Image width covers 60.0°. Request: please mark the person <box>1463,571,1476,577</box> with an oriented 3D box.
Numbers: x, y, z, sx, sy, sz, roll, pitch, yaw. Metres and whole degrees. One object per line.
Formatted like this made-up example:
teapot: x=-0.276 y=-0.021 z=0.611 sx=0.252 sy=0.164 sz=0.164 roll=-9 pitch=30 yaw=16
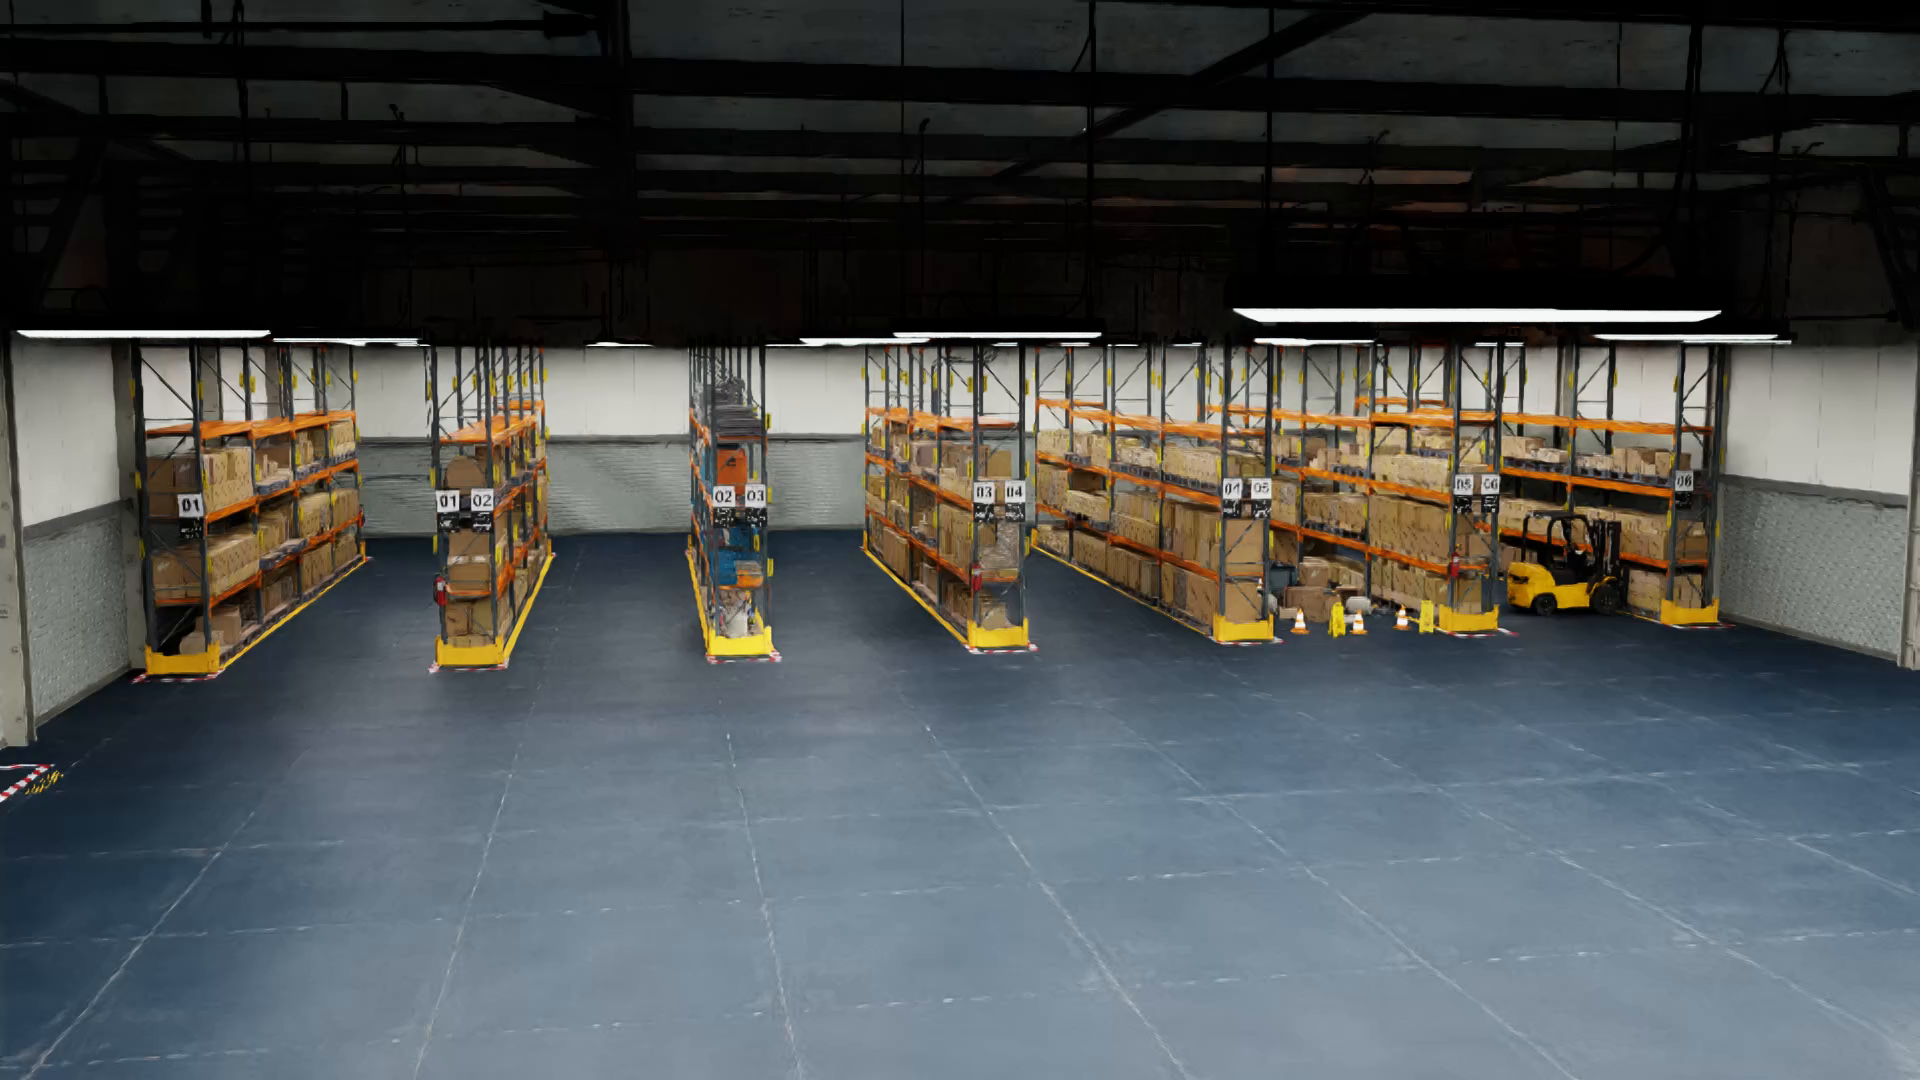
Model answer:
person: x=11.466 y=0.542 z=37.654 sx=0.568 sy=1.724 sz=0.655 roll=2 pitch=7 yaw=21
